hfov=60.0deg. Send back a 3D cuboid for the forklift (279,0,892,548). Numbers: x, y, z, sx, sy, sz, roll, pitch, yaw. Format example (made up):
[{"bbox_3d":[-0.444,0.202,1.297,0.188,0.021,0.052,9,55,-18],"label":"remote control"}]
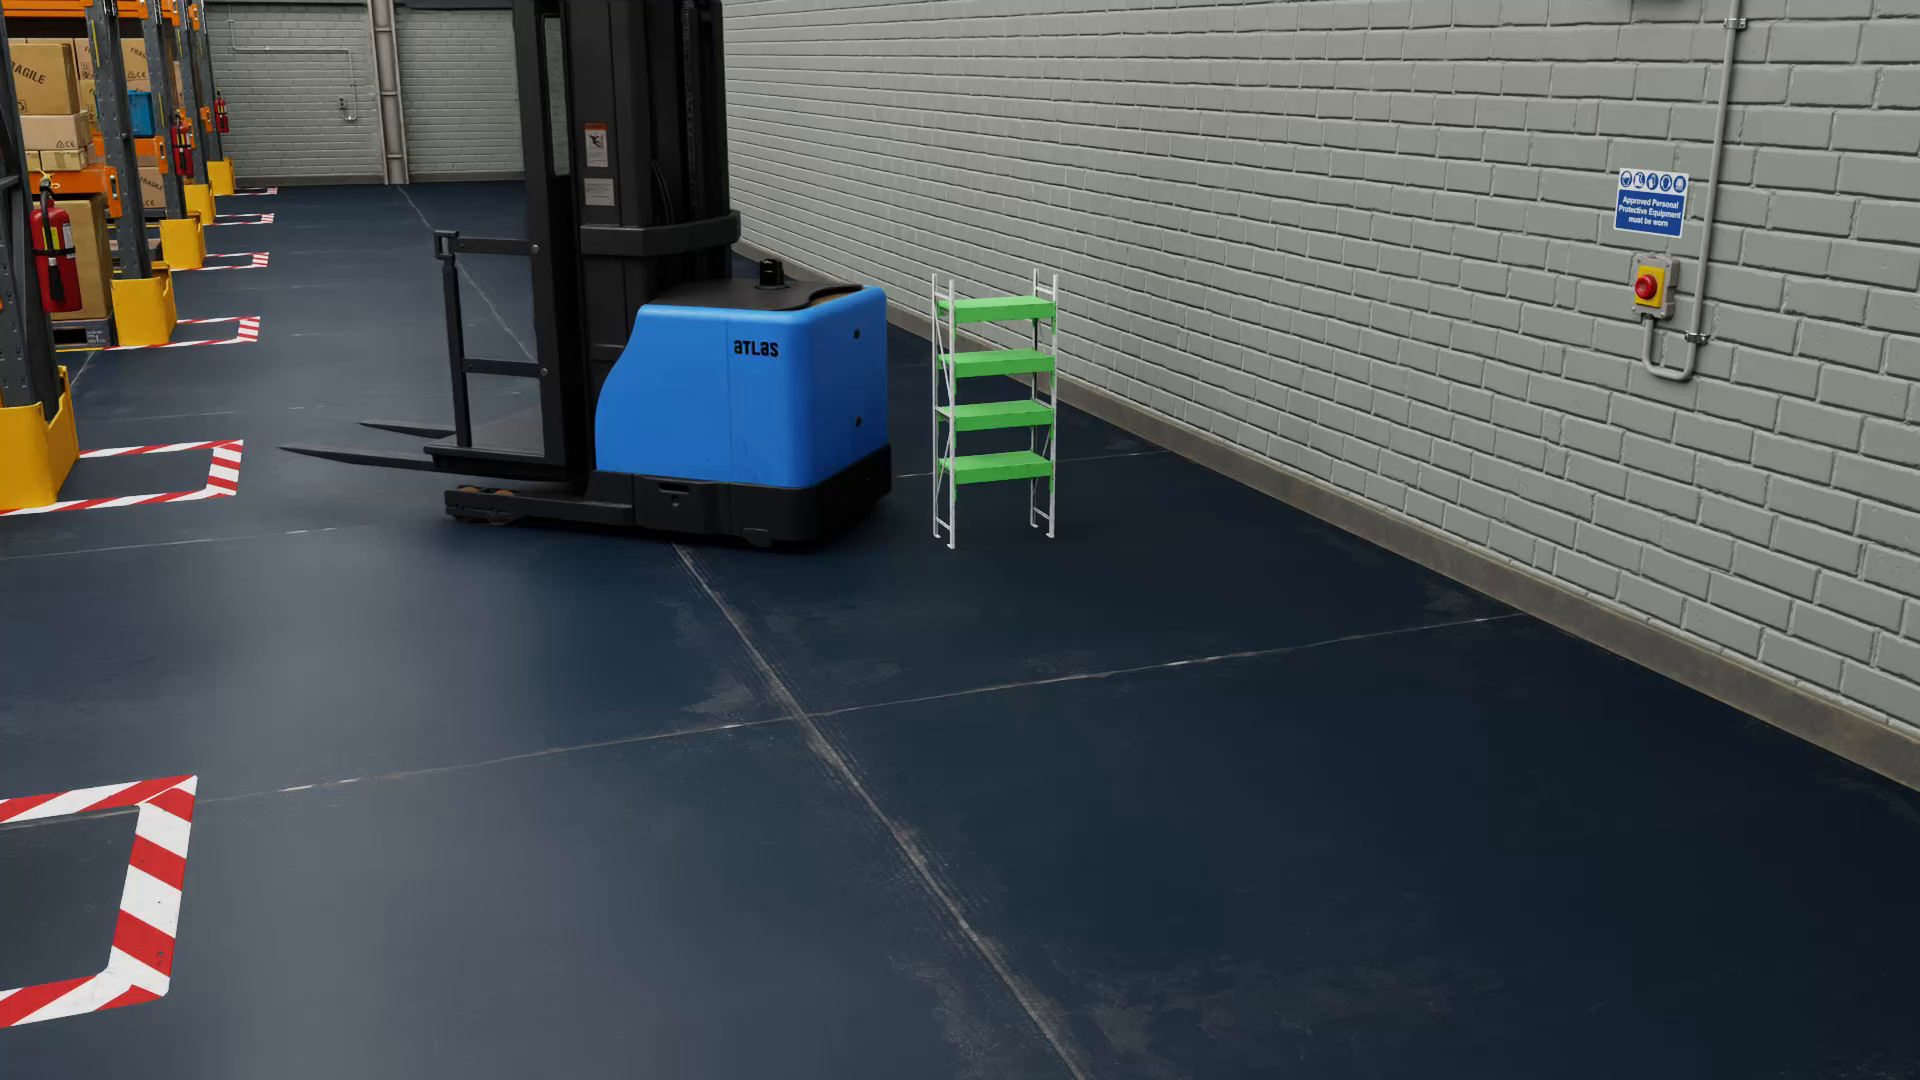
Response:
[{"bbox_3d":[-1.909,-1.605,7.863,3.031,2.935,1.130,6,17,19],"label":"forklift"}]

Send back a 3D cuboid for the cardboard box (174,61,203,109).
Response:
[{"bbox_3d":[-12.219,-7.065,25.799,0.700,0.700,0.980,-5,17,-18],"label":"cardboard box"}]

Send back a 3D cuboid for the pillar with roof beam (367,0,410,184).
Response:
[{"bbox_3d":[-7.994,-9.220,23.025,0.400,9.000,9.100,-6,17,-20],"label":"pillar with roof beam"}]

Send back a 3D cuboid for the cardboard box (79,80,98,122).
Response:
[{"bbox_3d":[-10.774,-5.550,20.996,0.500,0.500,0.500,-6,17,-20],"label":"cardboard box"}]

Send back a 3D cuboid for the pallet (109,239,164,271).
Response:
[{"bbox_3d":[-8.985,-2.957,17.294,1.213,0.211,1.003,-6,17,-20],"label":"pallet"}]

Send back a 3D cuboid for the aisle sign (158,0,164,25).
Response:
[{"bbox_3d":[-8.241,-5.701,17.074,0.004,0.787,0.394,-6,17,-20],"label":"aisle sign"}]

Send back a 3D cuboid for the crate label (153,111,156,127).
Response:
[{"bbox_3d":[-8.550,-4.378,17.375,0.303,0.233,0.416,-6,17,-20],"label":"crate label"}]

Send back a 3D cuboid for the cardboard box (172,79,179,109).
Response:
[{"bbox_3d":[-10.479,-5.744,21.659,0.500,0.500,0.500,-6,17,-19],"label":"cardboard box"}]

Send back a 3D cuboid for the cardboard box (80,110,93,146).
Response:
[{"bbox_3d":[-6.974,-3.158,12.768,0.500,0.250,0.500,-7,18,-22],"label":"cardboard box"}]

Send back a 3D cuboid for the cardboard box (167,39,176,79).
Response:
[{"bbox_3d":[-10.479,-6.224,21.518,0.500,0.500,0.500,-6,17,-18],"label":"cardboard box"}]

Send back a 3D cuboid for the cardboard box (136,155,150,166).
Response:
[{"bbox_3d":[-12.832,-5.830,25.817,0.500,0.500,0.700,-6,17,-20],"label":"cardboard box"}]

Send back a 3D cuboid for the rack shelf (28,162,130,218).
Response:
[{"bbox_3d":[-8.297,-2.518,12.127,4.000,0.370,1.077,-6,17,-20],"label":"rack shelf"}]

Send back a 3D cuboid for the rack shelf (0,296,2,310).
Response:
[{"bbox_3d":[-6.616,-1.203,7.648,4.000,0.370,1.077,-6,17,-20],"label":"rack shelf"}]

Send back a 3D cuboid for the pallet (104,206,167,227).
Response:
[{"bbox_3d":[-10.785,-4.245,21.681,1.213,0.211,1.003,-6,17,-20],"label":"pallet"}]

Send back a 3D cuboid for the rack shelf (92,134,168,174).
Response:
[{"bbox_3d":[-10.069,-3.821,16.564,4.000,0.370,1.077,-6,17,-20],"label":"rack shelf"}]

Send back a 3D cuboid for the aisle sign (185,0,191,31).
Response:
[{"bbox_3d":[-10.012,-7.003,21.509,0.004,0.787,0.394,-6,17,-20],"label":"aisle sign"}]

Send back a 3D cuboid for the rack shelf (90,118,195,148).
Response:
[{"bbox_3d":[-11.838,-5.125,21.004,4.000,0.370,1.077,-6,17,-20],"label":"rack shelf"}]

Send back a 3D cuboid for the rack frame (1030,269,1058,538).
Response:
[{"bbox_3d":[0.382,-0.617,7.570,0.015,1.200,0.240,-6,17,-20],"label":"rack frame"}]

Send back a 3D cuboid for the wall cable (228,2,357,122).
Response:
[{"bbox_3d":[-10.889,-7.840,27.170,1.851,1.984,0.084,-6,17,-20],"label":"wall cable"}]

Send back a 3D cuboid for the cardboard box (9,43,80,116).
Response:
[{"bbox_3d":[-6.790,-3.377,12.183,0.500,0.500,0.500,-6,17,-19],"label":"cardboard box"}]

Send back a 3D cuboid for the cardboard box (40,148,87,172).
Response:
[{"bbox_3d":[-6.644,-2.822,12.330,0.250,0.149,0.380,-6,17,-19],"label":"cardboard box"}]

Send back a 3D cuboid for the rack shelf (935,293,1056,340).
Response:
[{"bbox_3d":[0.155,-0.992,7.369,0.480,0.148,0.258,-6,17,-20],"label":"rack shelf"}]

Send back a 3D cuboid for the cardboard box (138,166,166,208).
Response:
[{"bbox_3d":[-10.390,-4.564,21.472,0.500,0.500,0.500,-6,17,-20],"label":"cardboard box"}]

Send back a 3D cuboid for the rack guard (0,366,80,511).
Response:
[{"bbox_3d":[-4.820,-0.543,8.559,0.348,0.500,1.175,-6,17,-20],"label":"rack guard"}]

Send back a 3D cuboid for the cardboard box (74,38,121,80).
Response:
[{"bbox_3d":[-10.759,-6.031,20.860,0.500,0.500,0.500,-6,17,-19],"label":"cardboard box"}]

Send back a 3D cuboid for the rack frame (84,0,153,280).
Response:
[{"bbox_3d":[-6.429,-3.065,12.712,0.127,3.000,1.000,-6,17,-20],"label":"rack frame"}]

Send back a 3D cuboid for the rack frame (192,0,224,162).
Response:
[{"bbox_3d":[-11.746,-6.975,26.026,0.127,3.000,1.000,-6,17,-20],"label":"rack frame"}]

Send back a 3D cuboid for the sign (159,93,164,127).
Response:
[{"bbox_3d":[-7.989,-4.303,16.639,0.005,0.325,0.100,-6,17,-20],"label":"sign"}]

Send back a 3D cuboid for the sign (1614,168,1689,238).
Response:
[{"bbox_3d":[2.414,-1.181,5.816,0.001,0.218,0.327,-6,17,-20],"label":"sign"}]

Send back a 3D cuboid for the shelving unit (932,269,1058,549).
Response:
[{"bbox_3d":[0.155,-0.592,7.486,0.503,1.200,0.258,-6,17,-20],"label":"shelving unit"}]

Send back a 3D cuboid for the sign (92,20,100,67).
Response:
[{"bbox_3d":[-6.248,-3.590,12.024,0.005,0.325,0.100,-6,17,-20],"label":"sign"}]

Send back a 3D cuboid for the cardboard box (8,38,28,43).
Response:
[{"bbox_3d":[-11.721,-5.926,20.502,0.500,0.500,0.500,-6,17,-18],"label":"cardboard box"}]

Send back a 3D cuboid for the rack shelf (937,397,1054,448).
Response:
[{"bbox_3d":[0.155,-0.531,7.504,0.480,0.148,0.258,-6,17,-20],"label":"rack shelf"}]

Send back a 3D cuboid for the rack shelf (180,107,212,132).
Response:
[{"bbox_3d":[-13.614,-6.428,25.441,4.000,0.370,1.077,-6,17,-20],"label":"rack shelf"}]

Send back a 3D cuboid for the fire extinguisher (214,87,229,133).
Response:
[{"bbox_3d":[-11.440,-6.653,25.728,0.183,0.674,0.296,-6,17,-20],"label":"fire extinguisher"}]

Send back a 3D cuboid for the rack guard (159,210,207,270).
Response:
[{"bbox_3d":[-8.184,-3.175,17.522,0.348,0.500,1.175,-6,17,-20],"label":"rack guard"}]

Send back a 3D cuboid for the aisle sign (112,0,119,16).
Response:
[{"bbox_3d":[-6.469,-4.399,12.639,0.004,0.787,0.394,-6,17,-20],"label":"aisle sign"}]

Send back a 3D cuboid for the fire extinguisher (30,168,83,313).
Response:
[{"bbox_3d":[-4.348,-1.438,7.970,0.183,0.674,0.296,-6,17,-20],"label":"fire extinguisher"}]
